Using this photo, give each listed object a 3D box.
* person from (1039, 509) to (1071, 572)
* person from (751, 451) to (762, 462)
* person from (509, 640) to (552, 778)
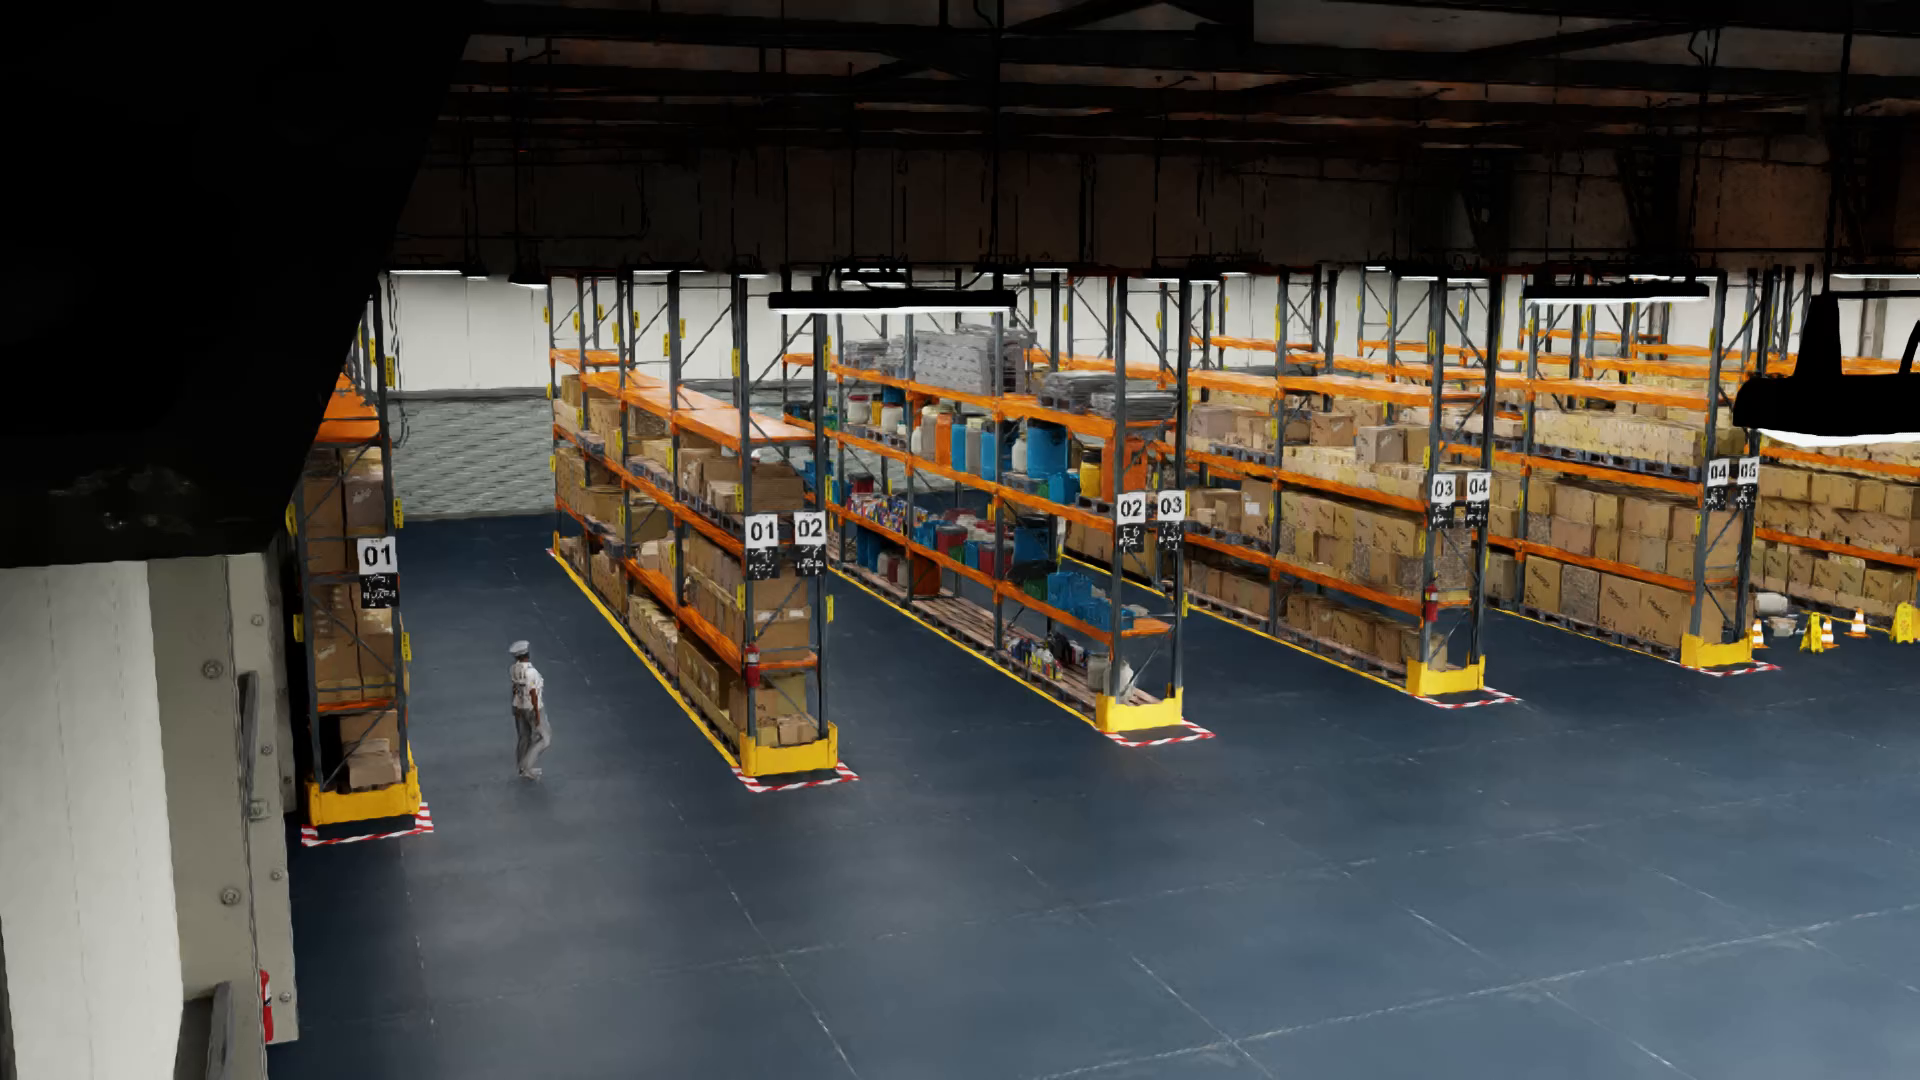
[{"bbox_3d":[1.862,-0.167,32.701,0.719,1.713,0.578,-4,11,-23],"label":"person"},{"bbox_3d":[-4.829,-1.163,38.198,0.518,1.775,0.749,5,11,27],"label":"person"},{"bbox_3d":[-5.219,2.058,20.029,0.508,1.674,0.423,8,13,39],"label":"person"}]
